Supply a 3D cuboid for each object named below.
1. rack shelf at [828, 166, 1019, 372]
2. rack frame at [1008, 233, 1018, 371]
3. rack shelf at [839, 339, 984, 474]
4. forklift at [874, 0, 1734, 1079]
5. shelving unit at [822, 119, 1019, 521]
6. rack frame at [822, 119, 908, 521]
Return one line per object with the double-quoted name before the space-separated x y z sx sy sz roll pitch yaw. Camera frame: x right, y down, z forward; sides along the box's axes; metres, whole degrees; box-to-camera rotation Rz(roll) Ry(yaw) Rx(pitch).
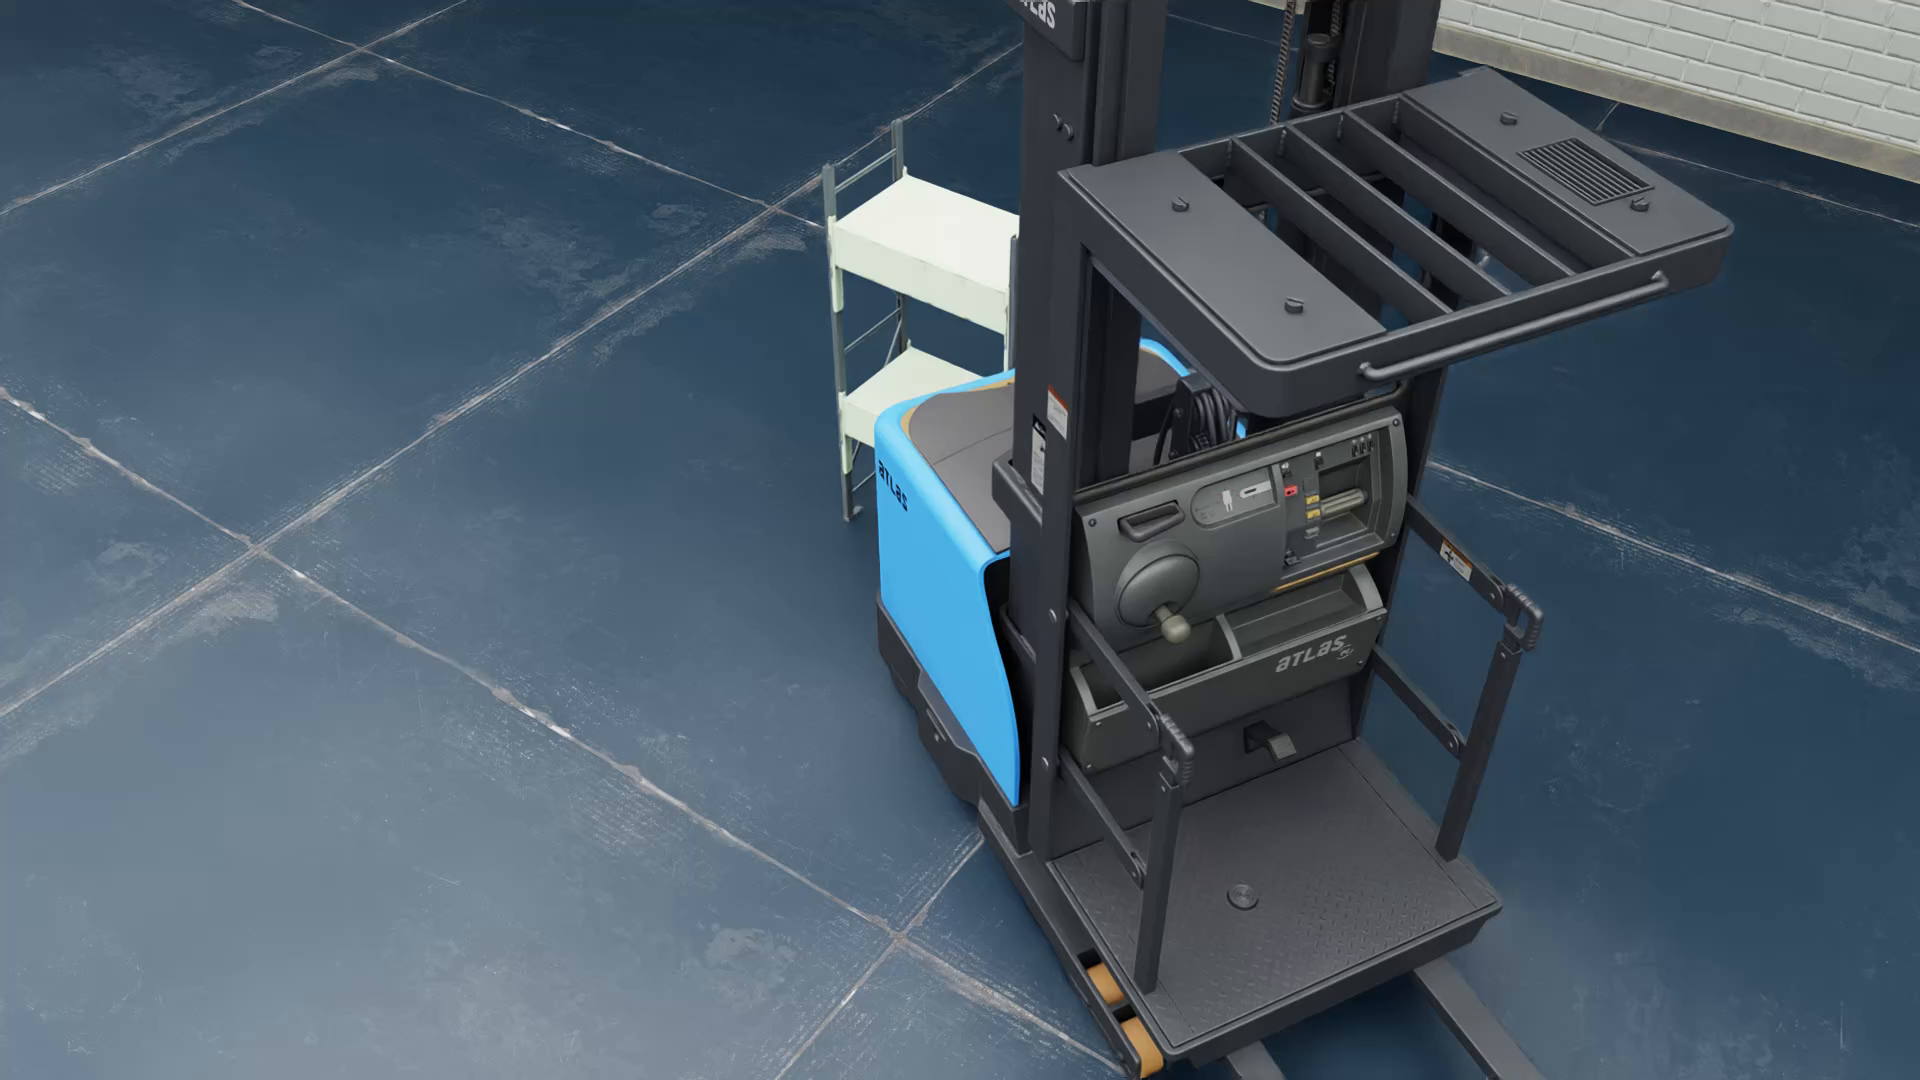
"rack shelf" -0.021 -0.891 5.536 0.720 0.370 0.431 26 48 26
"rack frame" 0.276 -0.458 5.637 0.023 1.500 0.400 26 48 26
"rack shelf" -0.021 -0.358 6.014 0.720 0.370 0.431 26 48 26
"forklift" 0.816 0.050 3.996 1.130 2.935 3.031 -18 45 -19
"shelving unit" -0.021 -0.600 5.796 0.755 1.500 0.431 26 48 26
"rack frame" -0.318 -0.743 5.956 0.023 1.500 0.400 26 48 26
